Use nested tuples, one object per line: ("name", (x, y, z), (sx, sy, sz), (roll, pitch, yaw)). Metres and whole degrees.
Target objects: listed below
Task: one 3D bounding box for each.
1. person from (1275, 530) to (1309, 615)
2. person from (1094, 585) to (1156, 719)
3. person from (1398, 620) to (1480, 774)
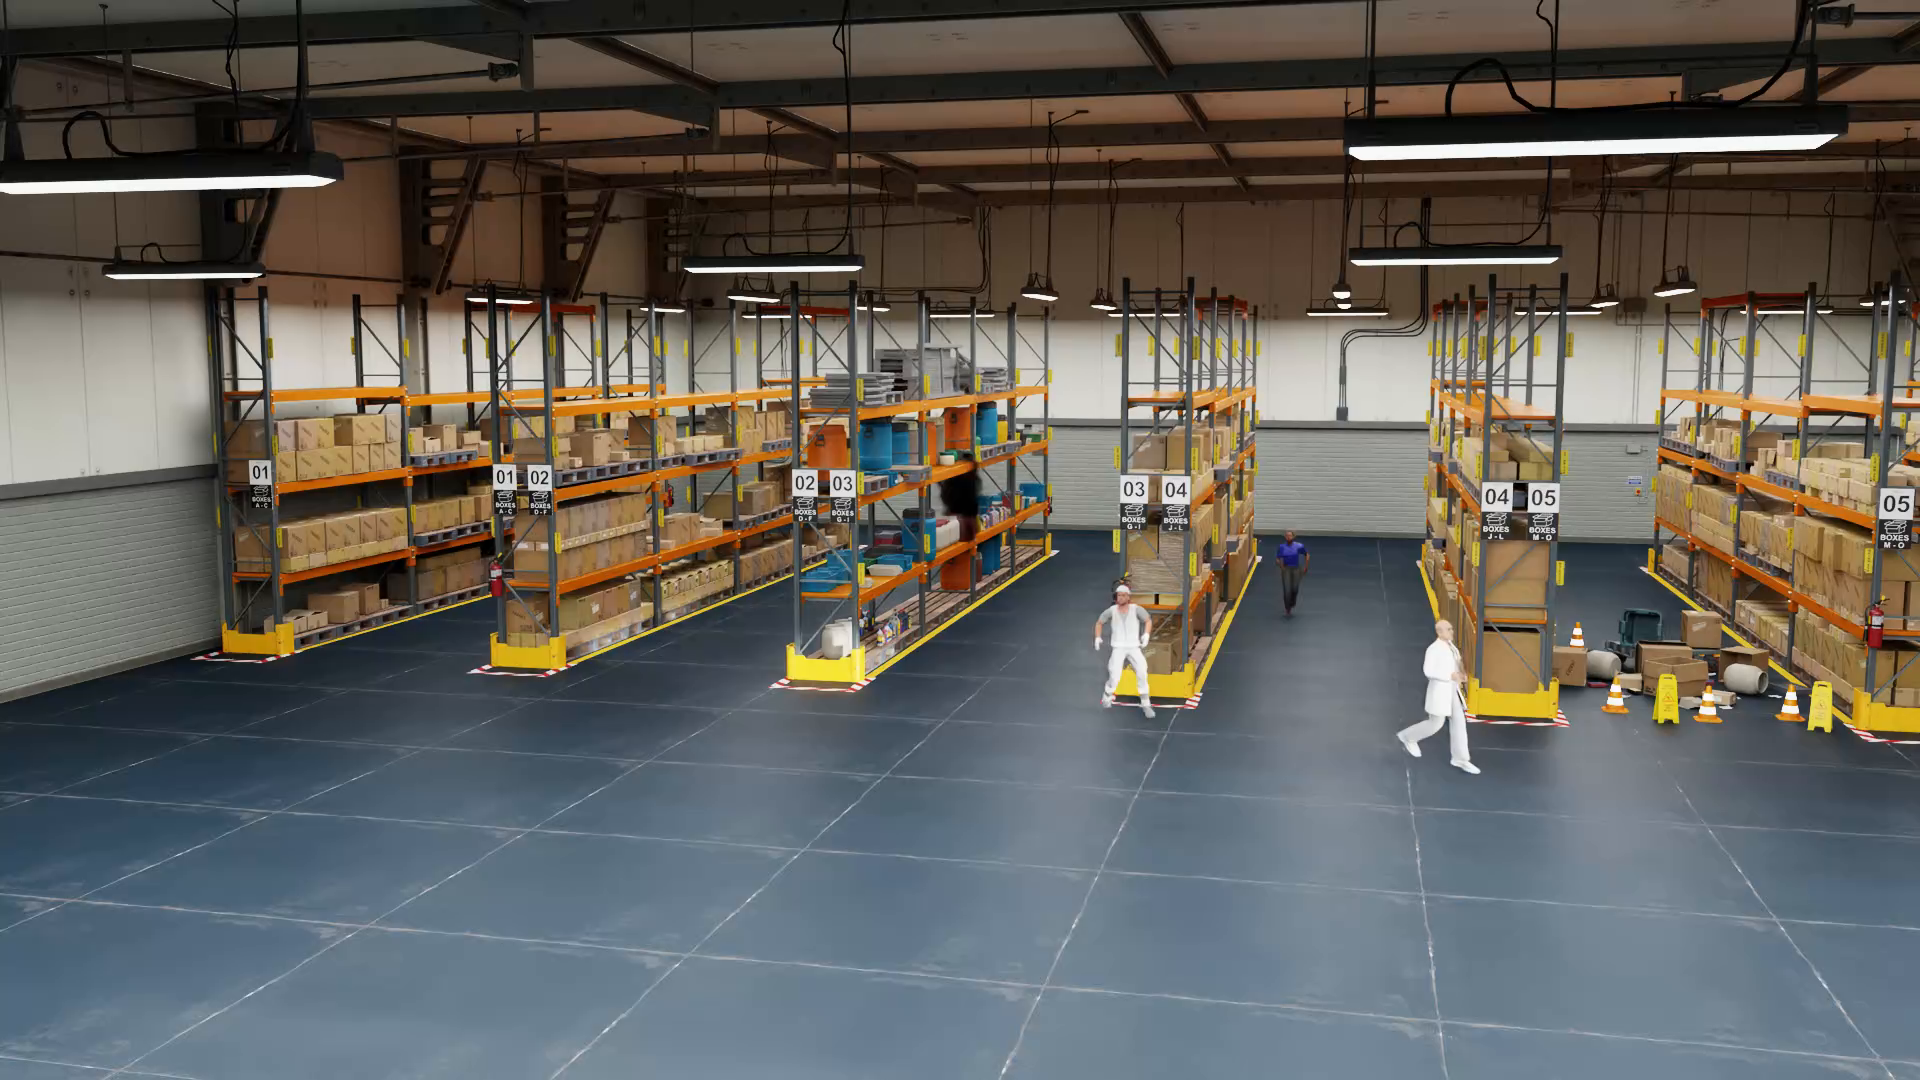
("person", (6.235, 0.621, 31.293), (0.607, 1.616, 0.618), (2, 7, 16))
("person", (2.257, 1.514, 22.821), (0.812, 1.773, 0.714), (0, 7, -4))
("person", (5.746, 1.840, 19.872), (0.710, 1.790, 1.043), (-6, 9, -43))
